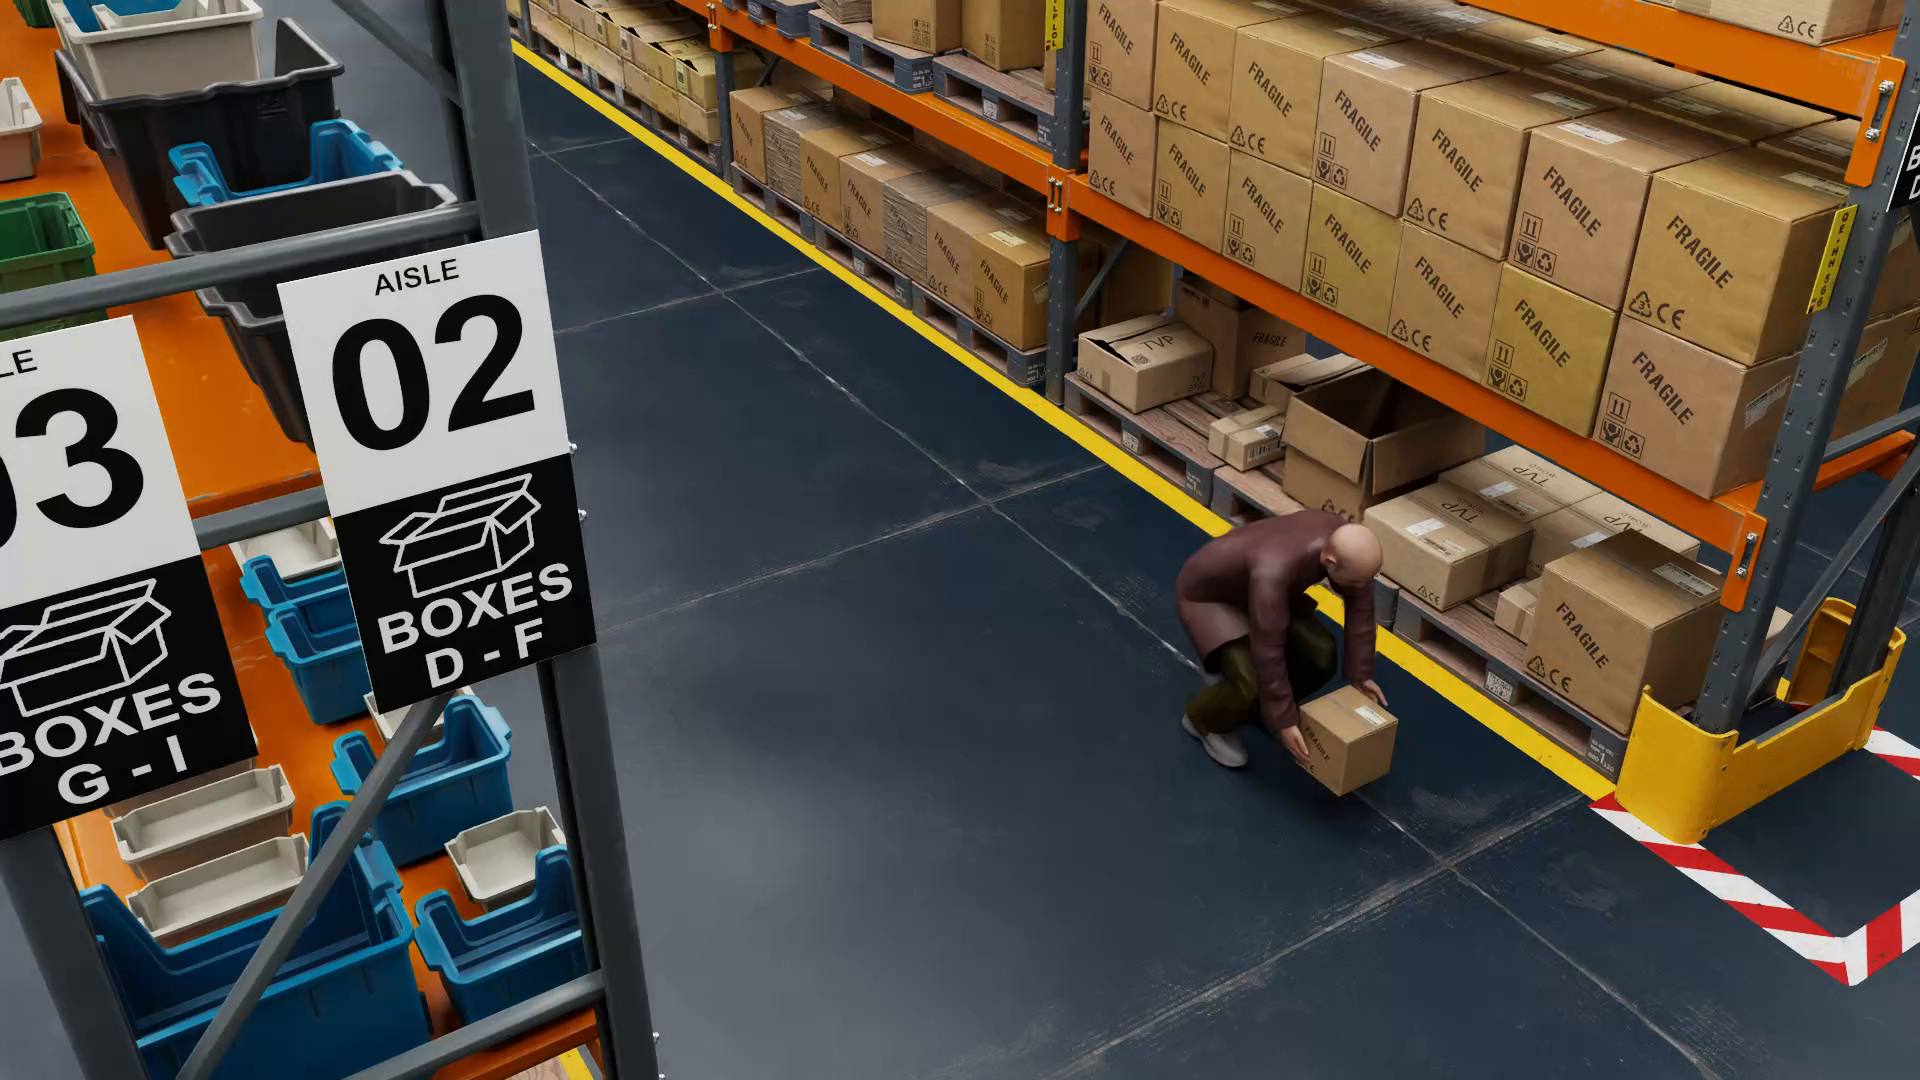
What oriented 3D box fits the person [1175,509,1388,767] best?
[{"bbox_3d":[1.187,0.321,6.245,0.620,1.137,0.852,-19,37,-27],"label":"person"}]
